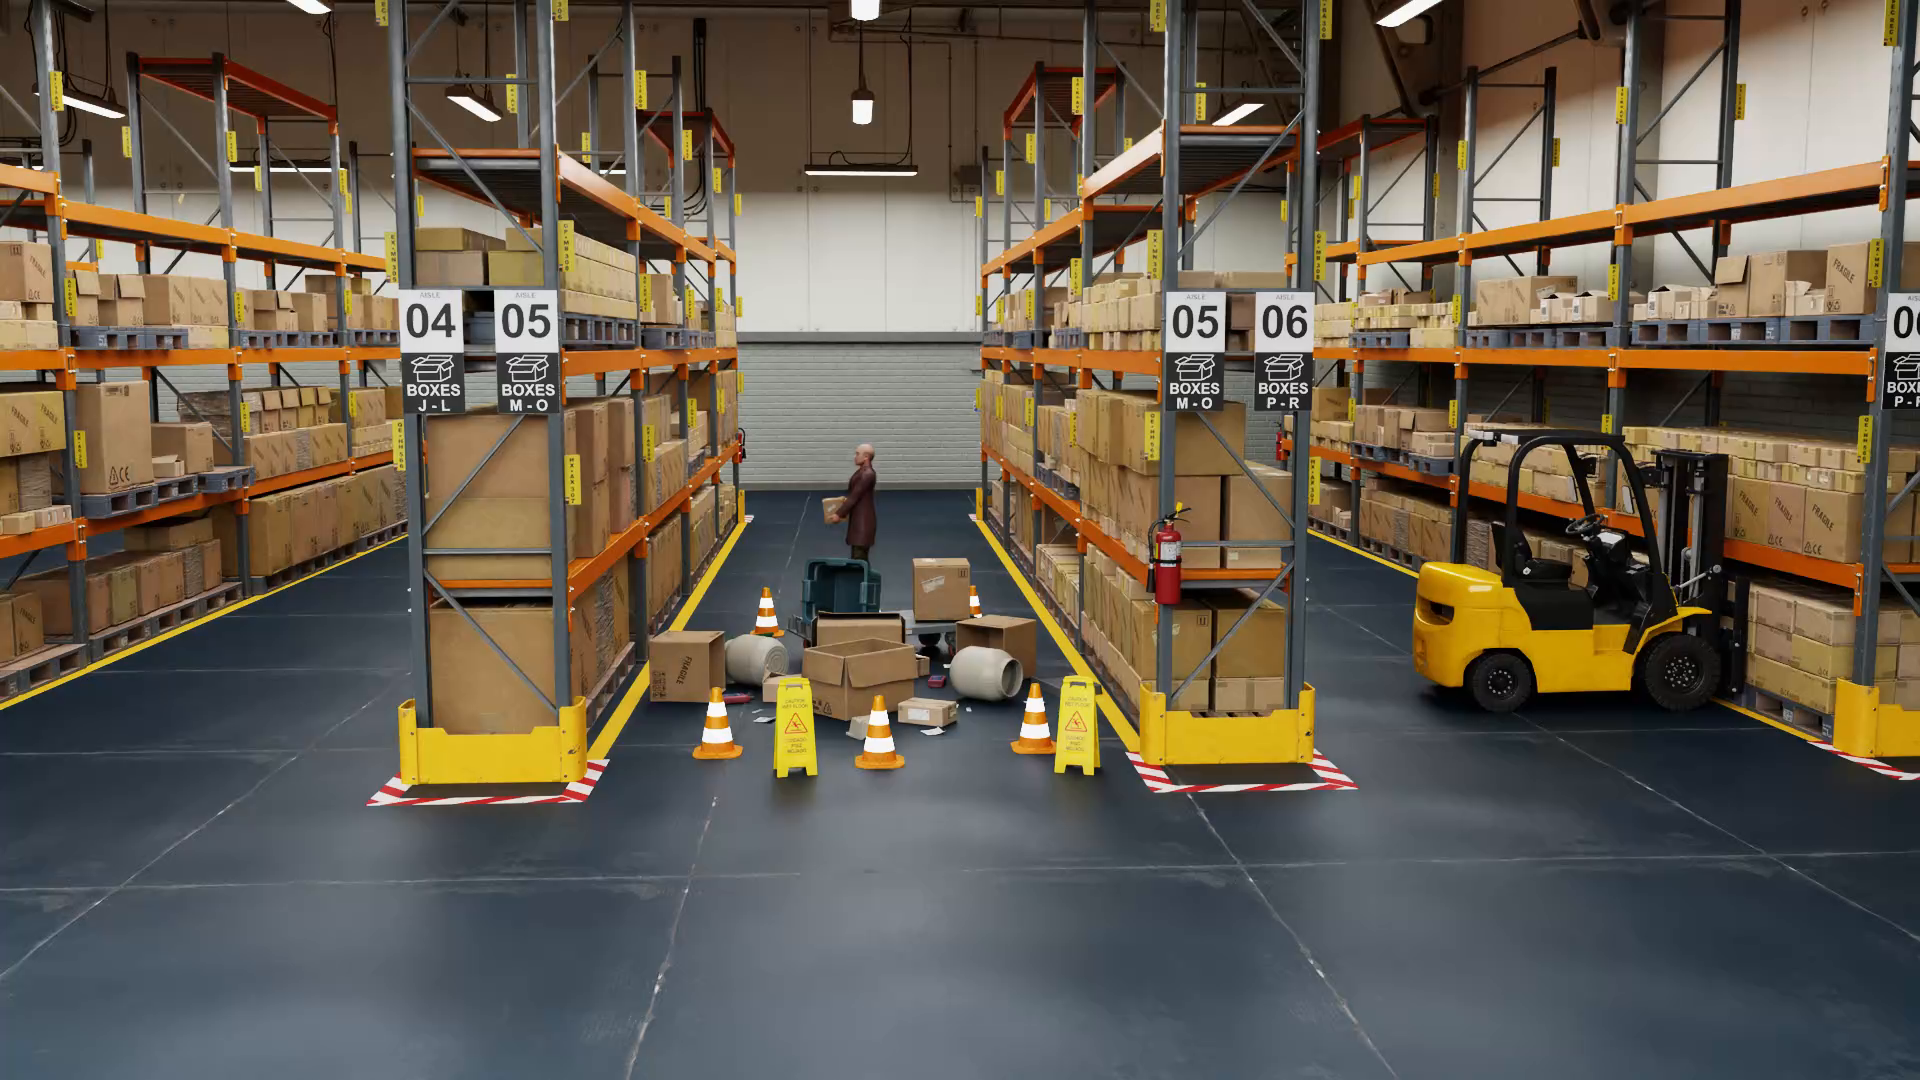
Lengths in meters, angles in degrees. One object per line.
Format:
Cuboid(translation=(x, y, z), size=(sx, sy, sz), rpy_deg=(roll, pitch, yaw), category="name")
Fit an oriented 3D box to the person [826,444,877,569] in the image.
Cuboid(translation=(-1.185, -0.164, 18.209), size=(0.551, 1.778, 0.524), rpy_deg=(0, 7, -4), category="person")
